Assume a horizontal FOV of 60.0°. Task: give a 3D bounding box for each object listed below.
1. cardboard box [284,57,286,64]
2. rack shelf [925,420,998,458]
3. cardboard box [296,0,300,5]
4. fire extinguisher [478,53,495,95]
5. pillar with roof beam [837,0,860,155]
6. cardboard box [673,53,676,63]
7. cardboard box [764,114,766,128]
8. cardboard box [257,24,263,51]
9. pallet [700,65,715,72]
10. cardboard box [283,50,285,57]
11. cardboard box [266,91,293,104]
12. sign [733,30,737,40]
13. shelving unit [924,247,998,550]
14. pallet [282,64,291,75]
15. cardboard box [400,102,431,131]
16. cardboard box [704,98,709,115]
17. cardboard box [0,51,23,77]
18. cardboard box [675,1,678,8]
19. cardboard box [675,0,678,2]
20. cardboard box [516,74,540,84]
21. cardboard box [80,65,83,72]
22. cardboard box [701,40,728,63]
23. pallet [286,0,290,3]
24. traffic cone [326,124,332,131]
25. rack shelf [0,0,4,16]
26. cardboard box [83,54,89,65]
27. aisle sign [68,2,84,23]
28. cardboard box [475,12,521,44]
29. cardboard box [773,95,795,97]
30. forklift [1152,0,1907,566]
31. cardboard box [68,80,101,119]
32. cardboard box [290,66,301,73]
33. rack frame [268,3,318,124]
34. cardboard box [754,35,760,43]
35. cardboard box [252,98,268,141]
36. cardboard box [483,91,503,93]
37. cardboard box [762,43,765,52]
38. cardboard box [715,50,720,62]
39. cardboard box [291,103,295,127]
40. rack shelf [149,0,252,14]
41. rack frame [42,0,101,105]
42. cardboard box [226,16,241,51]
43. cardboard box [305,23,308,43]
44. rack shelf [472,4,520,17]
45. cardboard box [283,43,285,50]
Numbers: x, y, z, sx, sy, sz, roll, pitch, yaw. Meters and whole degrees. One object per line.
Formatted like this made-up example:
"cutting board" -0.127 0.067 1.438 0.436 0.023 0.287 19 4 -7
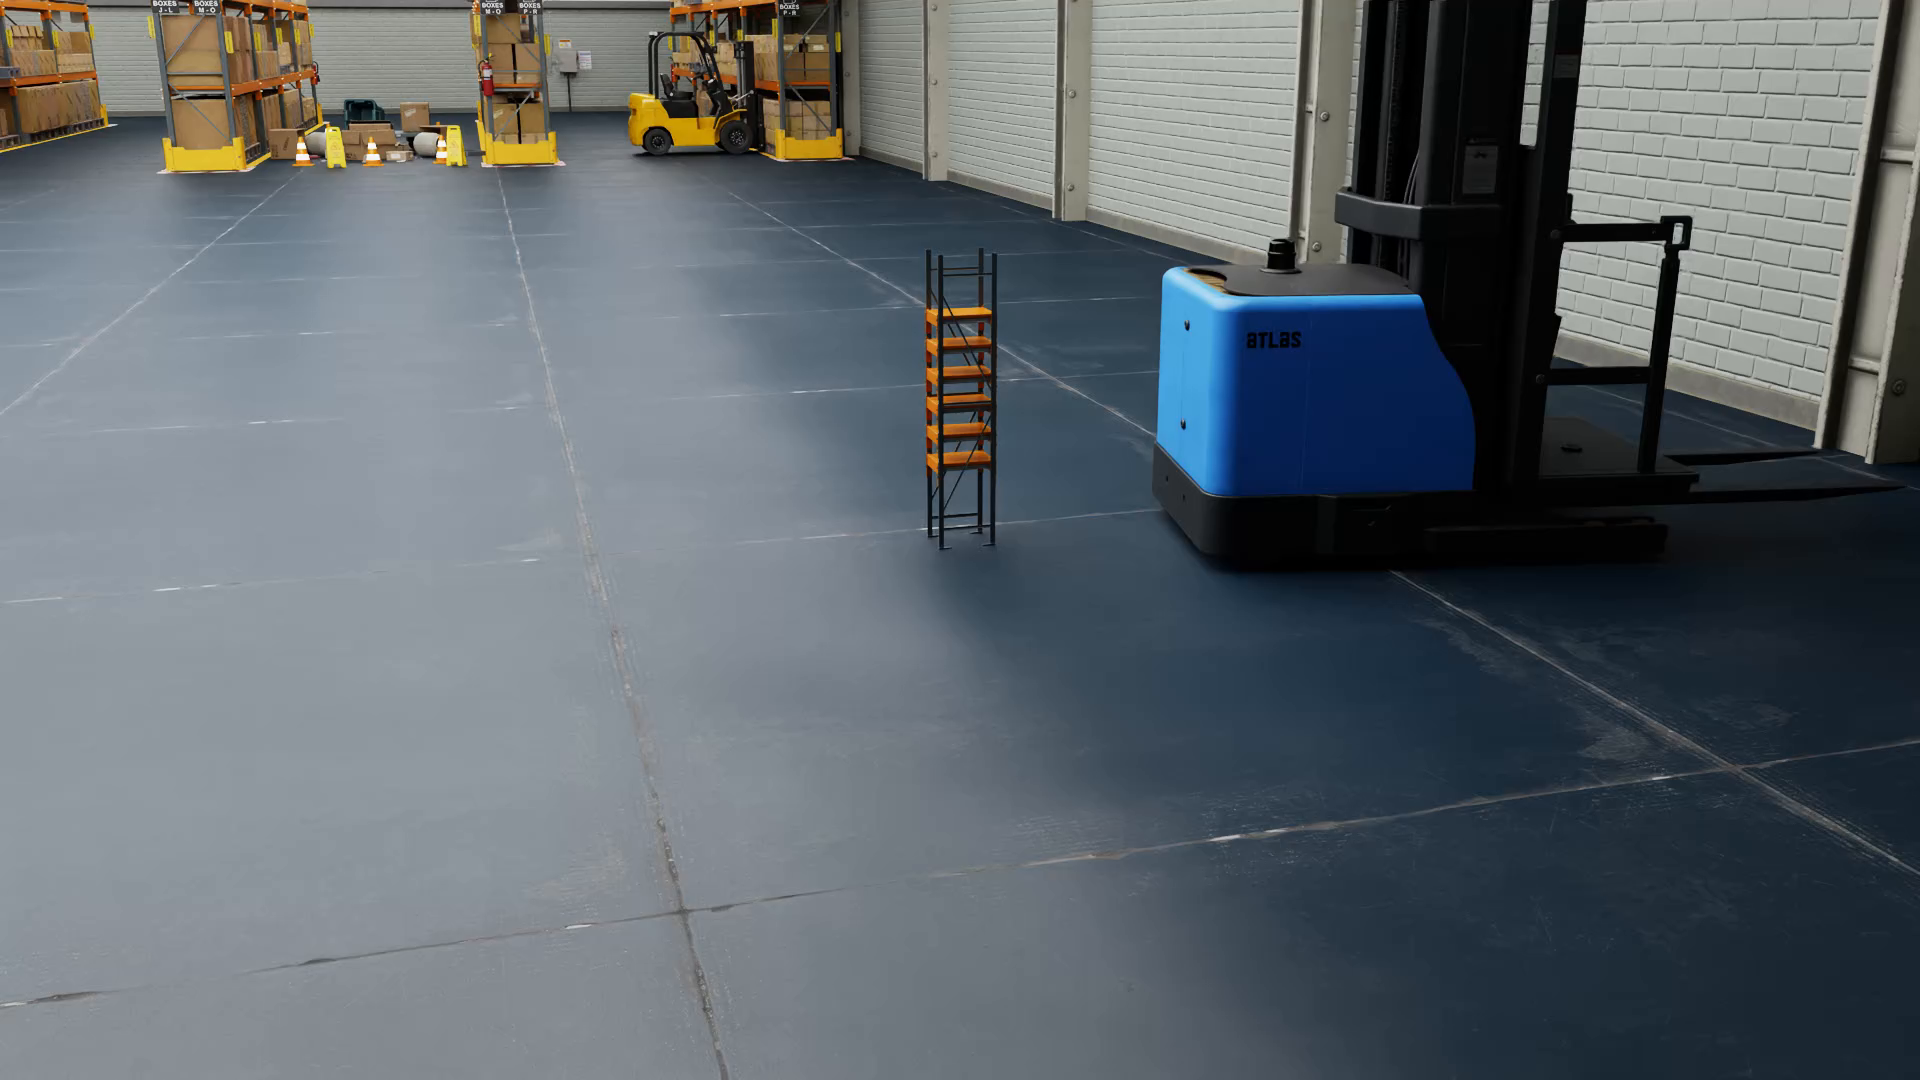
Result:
"cardboard box" -14.825 -10.382 36.009 0.380 0.149 0.250 -4 17 -13
"rack shelf" 0.004 -0.413 6.813 0.258 0.103 0.180 -5 17 -15
"cardboard box" -15.629 -12.553 38.575 0.500 0.250 0.500 -4 17 -13
"fire extinguisher" -7.867 -7.751 27.676 0.296 0.674 0.183 -5 17 -15
"pillar with roof beam" -6.148 -11.046 28.083 9.100 9.000 0.400 -5 17 -15
"cardboard box" -7.216 -12.599 43.425 0.500 0.250 0.500 -5 17 -15
"cardboard box" -3.408 -7.764 30.765 0.500 0.250 0.500 -5 17 -17
"cardboard box" -13.989 -9.770 32.351 0.700 0.500 0.500 -5 17 -16
"pallet" -5.422 -10.908 38.385 1.003 0.211 1.213 -5 17 -15
"cardboard box" -14.820 -10.520 35.951 0.380 0.149 0.250 -5 17 -15
"cardboard box" -14.606 -9.501 35.678 0.500 0.250 0.500 -5 17 -15
"sign" -5.449 -12.168 40.234 0.100 0.325 0.005 -5 17 -15
"shelving unit" 0.004 -0.571 6.766 0.258 1.200 0.189 -5 17 -15
"pallet" -14.969 -10.102 35.702 1.003 0.211 1.213 -5 17 -15
"cardboard box" -10.258 -7.979 31.329 0.500 0.500 0.500 -5 17 -15
"cardboard box" -5.640 -9.992 38.618 0.500 0.500 0.500 -5 18 -17
"cardboard box" -19.055 -9.489 33.154 0.500 0.500 0.500 -4 17 -14
"cardboard box" -7.017 -13.593 42.213 0.380 0.149 0.250 -5 17 -15
"cardboard box" -6.934 -13.756 42.064 0.500 0.250 0.500 -5 17 -17
"cardboard box" -7.350 -7.846 28.295 0.380 0.149 0.250 -5 17 -15
"cardboard box" -20.613 -10.951 38.632 0.380 0.149 0.250 -5 17 -15
"cardboard box" -5.509 -11.150 37.947 0.797 0.503 0.637 -5 17 -17
"pallet" -15.418 -11.923 36.544 1.213 0.211 1.003 -5 17 -15
"traffic cone" -12.203 -7.818 32.176 0.336 0.463 0.334 -5 17 -15
"rack shelf" -18.633 -9.824 30.480 1.077 0.370 4.000 -5 17 -15
"cardboard box" -20.854 -11.315 39.151 0.500 0.250 0.500 -5 17 -16
"aisle sign" -21.113 -12.787 39.788 0.394 0.787 0.004 -5 17 -15
"cardboard box" -7.806 -8.649 28.103 0.700 0.500 0.500 -5 17 -17
"cardboard box" -3.462 -8.598 32.673 0.500 0.250 0.500 -4 17 -14
"forklift" 2.405 -1.463 6.728 3.031 2.935 1.130 -2 17 -6
"cardboard box" -21.128 -10.511 39.693 0.875 0.875 0.875 -5 17 -15
"cardboard box" -15.248 -10.740 37.928 0.380 0.149 0.250 -4 17 -13
"rack frame" -16.584 -11.862 41.229 1.000 3.000 0.127 -5 17 -15
"cardboard box" -3.674 -9.461 31.417 0.380 0.149 0.250 -5 17 -16
"cardboard box" -13.544 -7.831 30.990 1.050 0.750 0.750 -5 17 -16
"cardboard box" -8.533 -8.151 30.490 0.380 0.149 0.250 -4 17 -13
"cardboard box" -3.425 -9.035 30.514 0.380 0.149 0.250 -5 17 -15
"cardboard box" -5.020 -10.486 36.038 0.500 0.250 0.500 -5 17 -15
"cardboard box" -14.622 -9.150 35.813 0.500 0.500 0.500 -5 17 -17
"rack shelf" -12.737 -9.082 28.009 1.077 0.370 4.000 -5 17 -15
"rack frame" -21.381 -11.498 40.016 1.000 3.000 0.127 -5 17 -15
"cardboard box" -12.515 -8.442 27.704 0.875 0.550 0.550 -5 17 -15
"cardboard box" -16.080 -12.284 40.205 0.500 0.500 0.500 -5 18 -17
"rack shelf" -10.204 -11.714 36.772 1.077 0.370 4.000 -5 17 -15
"cardboard box" -14.907 -10.739 36.163 0.380 0.149 0.250 -5 18 -17
